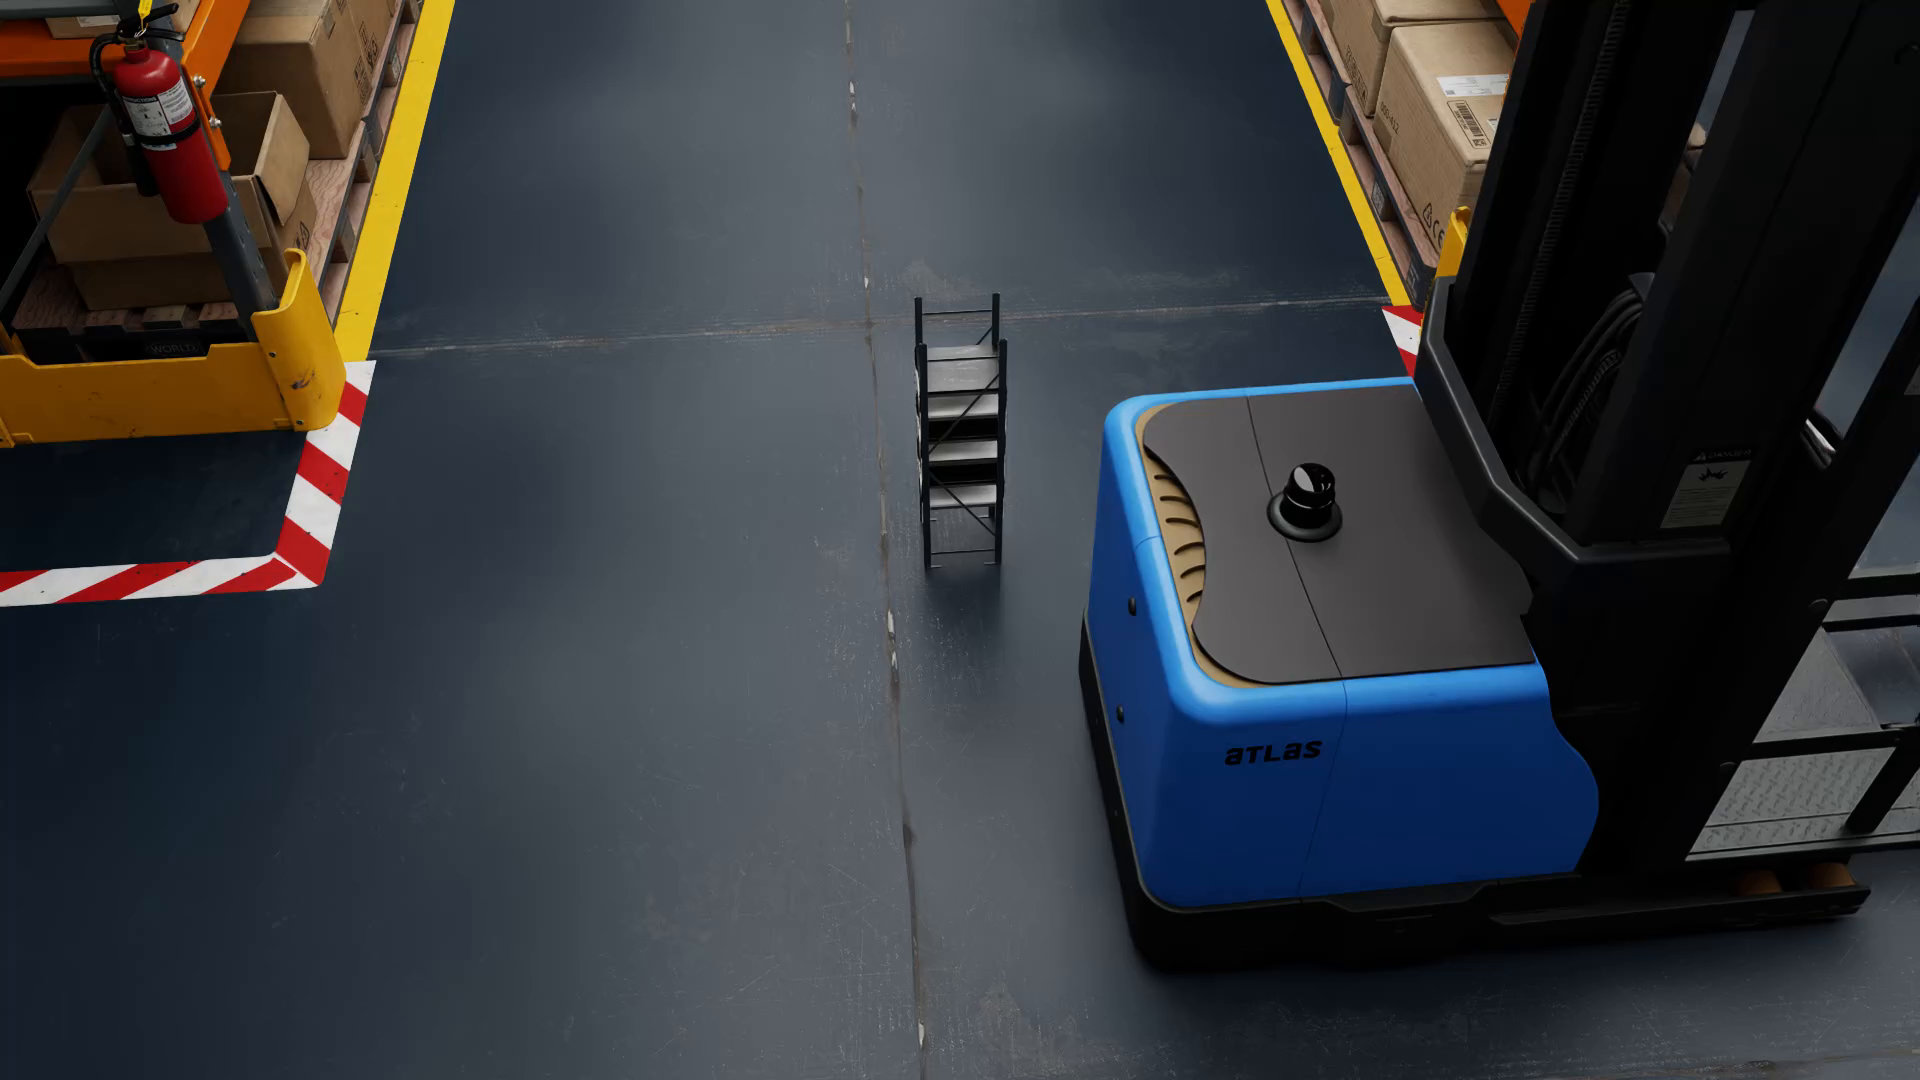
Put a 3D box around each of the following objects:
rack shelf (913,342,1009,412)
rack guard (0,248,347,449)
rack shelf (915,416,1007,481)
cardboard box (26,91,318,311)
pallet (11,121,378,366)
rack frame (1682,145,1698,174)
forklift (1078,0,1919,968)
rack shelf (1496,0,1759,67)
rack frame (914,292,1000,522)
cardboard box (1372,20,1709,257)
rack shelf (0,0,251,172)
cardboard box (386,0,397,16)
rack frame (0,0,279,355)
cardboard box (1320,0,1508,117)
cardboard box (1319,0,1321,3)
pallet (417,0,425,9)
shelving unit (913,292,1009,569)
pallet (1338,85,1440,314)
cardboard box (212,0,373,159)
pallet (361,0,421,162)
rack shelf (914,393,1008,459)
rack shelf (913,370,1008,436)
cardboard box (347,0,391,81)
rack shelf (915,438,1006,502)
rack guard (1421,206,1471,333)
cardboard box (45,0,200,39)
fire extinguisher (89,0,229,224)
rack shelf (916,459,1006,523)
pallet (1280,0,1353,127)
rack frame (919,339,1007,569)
[{"bbox_3d":[0.001,-0.466,4.746,0.258,0.077,0.200,-3,47,-3],"label":"rack shelf"},{"bbox_3d":[-2.711,-0.633,5.505,1.175,0.500,0.348,-3,47,-3],"label":"rack guard"},{"bbox_3d":[0.001,-0.281,4.942,0.258,0.077,0.200,-3,47,-3],"label":"rack shelf"},{"bbox_3d":[-2.662,-1.172,5.724,0.797,0.503,0.637,-5,47,-5],"label":"cardboard box"},{"bbox_3d":[-2.779,-1.110,6.157,1.003,0.211,1.213,-3,47,-3],"label":"pallet"},{"bbox_3d":[2.241,-1.742,4.834,1.000,3.000,0.127,-3,47,-3],"label":"rack frame"},{"bbox_3d":[1.893,-0.389,3.600,3.031,2.935,1.130,-4,47,-4],"label":"forklift"},{"bbox_3d":[2.074,-2.942,6.466,1.077,0.370,4.000,-3,47,-3],"label":"rack shelf"},{"bbox_3d":[-0.008,-0.377,4.987,0.240,0.900,0.006,-3,47,-3],"label":"rack frame"},{"bbox_3d":[2.086,-1.477,6.058,0.875,0.438,0.875,-5,47,-5],"label":"cardboard box"},{"bbox_3d":[-2.872,-2.637,6.177,1.077,0.370,4.000,-3,47,-3],"label":"rack shelf"},{"bbox_3d":[-2.781,-2.543,7.025,0.700,0.500,0.500,-5,47,-5],"label":"cardboard box"},{"bbox_3d":[-2.705,-1.438,4.546,1.000,3.000,0.127,-3,47,-3],"label":"rack frame"},{"bbox_3d":[2.001,-2.139,6.685,0.875,0.438,0.875,-2,47,-2],"label":"cardboard box"},{"bbox_3d":[1.927,-2.791,7.303,0.875,0.438,0.875,-5,47,-4],"label":"cardboard box"},{"bbox_3d":[-2.983,-2.876,7.828,1.003,0.211,1.213,-3,47,-3],"label":"pallet"},{"bbox_3d":[0.001,-0.304,4.918,0.258,0.900,0.210,-3,47,-3],"label":"shelving unit"},{"bbox_3d":[2.096,-1.357,6.390,1.003,0.211,1.213,-3,47,-3],"label":"pallet"},{"bbox_3d":[-2.694,-1.792,6.313,0.700,0.500,0.500,-2,47,-2],"label":"cardboard box"},{"bbox_3d":[-2.878,-1.991,6.991,1.003,0.211,1.213,-3,47,-3],"label":"pallet"},{"bbox_3d":[0.001,-0.343,4.877,0.258,0.077,0.200,-3,47,-3],"label":"rack shelf"},{"bbox_3d":[0.001,-0.404,4.811,0.258,0.077,0.200,-3,47,-3],"label":"rack shelf"},{"bbox_3d":[-2.639,-2.180,6.681,0.500,0.500,0.500,-3,47,-3],"label":"cardboard box"},{"bbox_3d":[0.001,-0.219,5.007,0.258,0.077,0.200,-3,47,-3],"label":"rack shelf"},{"bbox_3d":[2.243,-0.865,5.725,1.175,0.500,0.348,-3,47,-3],"label":"rack guard"},{"bbox_3d":[-2.459,-1.606,4.878,0.380,0.149,0.250,-4,47,-4],"label":"cardboard box"},{"bbox_3d":[-2.232,-1.205,4.635,0.296,0.674,0.183,-3,47,-3],"label":"fire extinguisher"},{"bbox_3d":[0.001,-0.157,5.073,0.258,0.077,0.200,-3,47,-3],"label":"rack shelf"},{"bbox_3d":[1.997,-2.238,7.224,1.003,0.211,1.213,-3,47,-3],"label":"pallet"},{"bbox_3d":[0.009,-0.230,4.848,0.240,0.900,0.006,-3,47,-3],"label":"rack frame"}]
